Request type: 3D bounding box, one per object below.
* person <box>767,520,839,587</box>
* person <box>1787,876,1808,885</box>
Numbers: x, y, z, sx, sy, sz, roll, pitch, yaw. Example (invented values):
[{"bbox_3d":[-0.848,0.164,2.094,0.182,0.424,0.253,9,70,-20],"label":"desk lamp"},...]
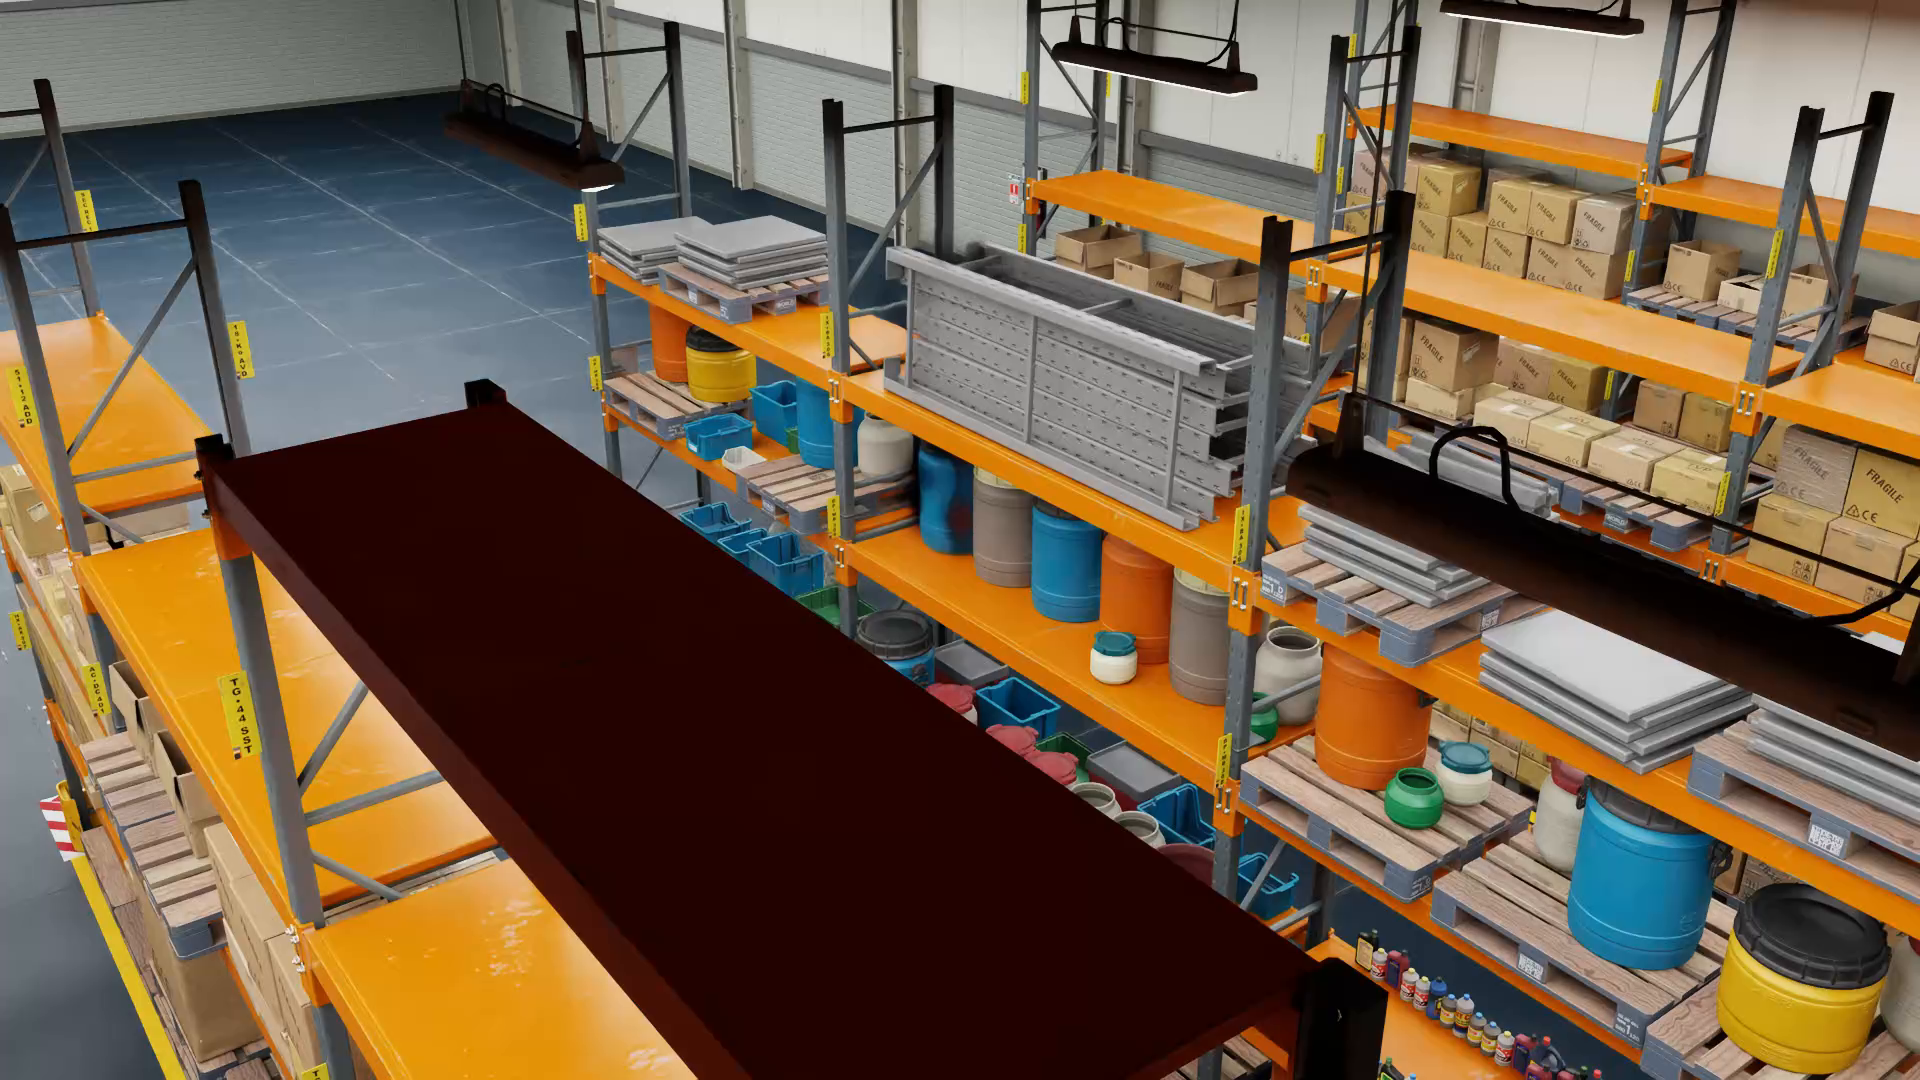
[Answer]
[{"bbox_3d":[-1.769,-0.254,17.435,0.979,1.713,0.643,2,25,4],"label":"person"},{"bbox_3d":[5.275,2.865,10.730,0.726,1.733,0.695,-16,29,-31],"label":"person"}]
